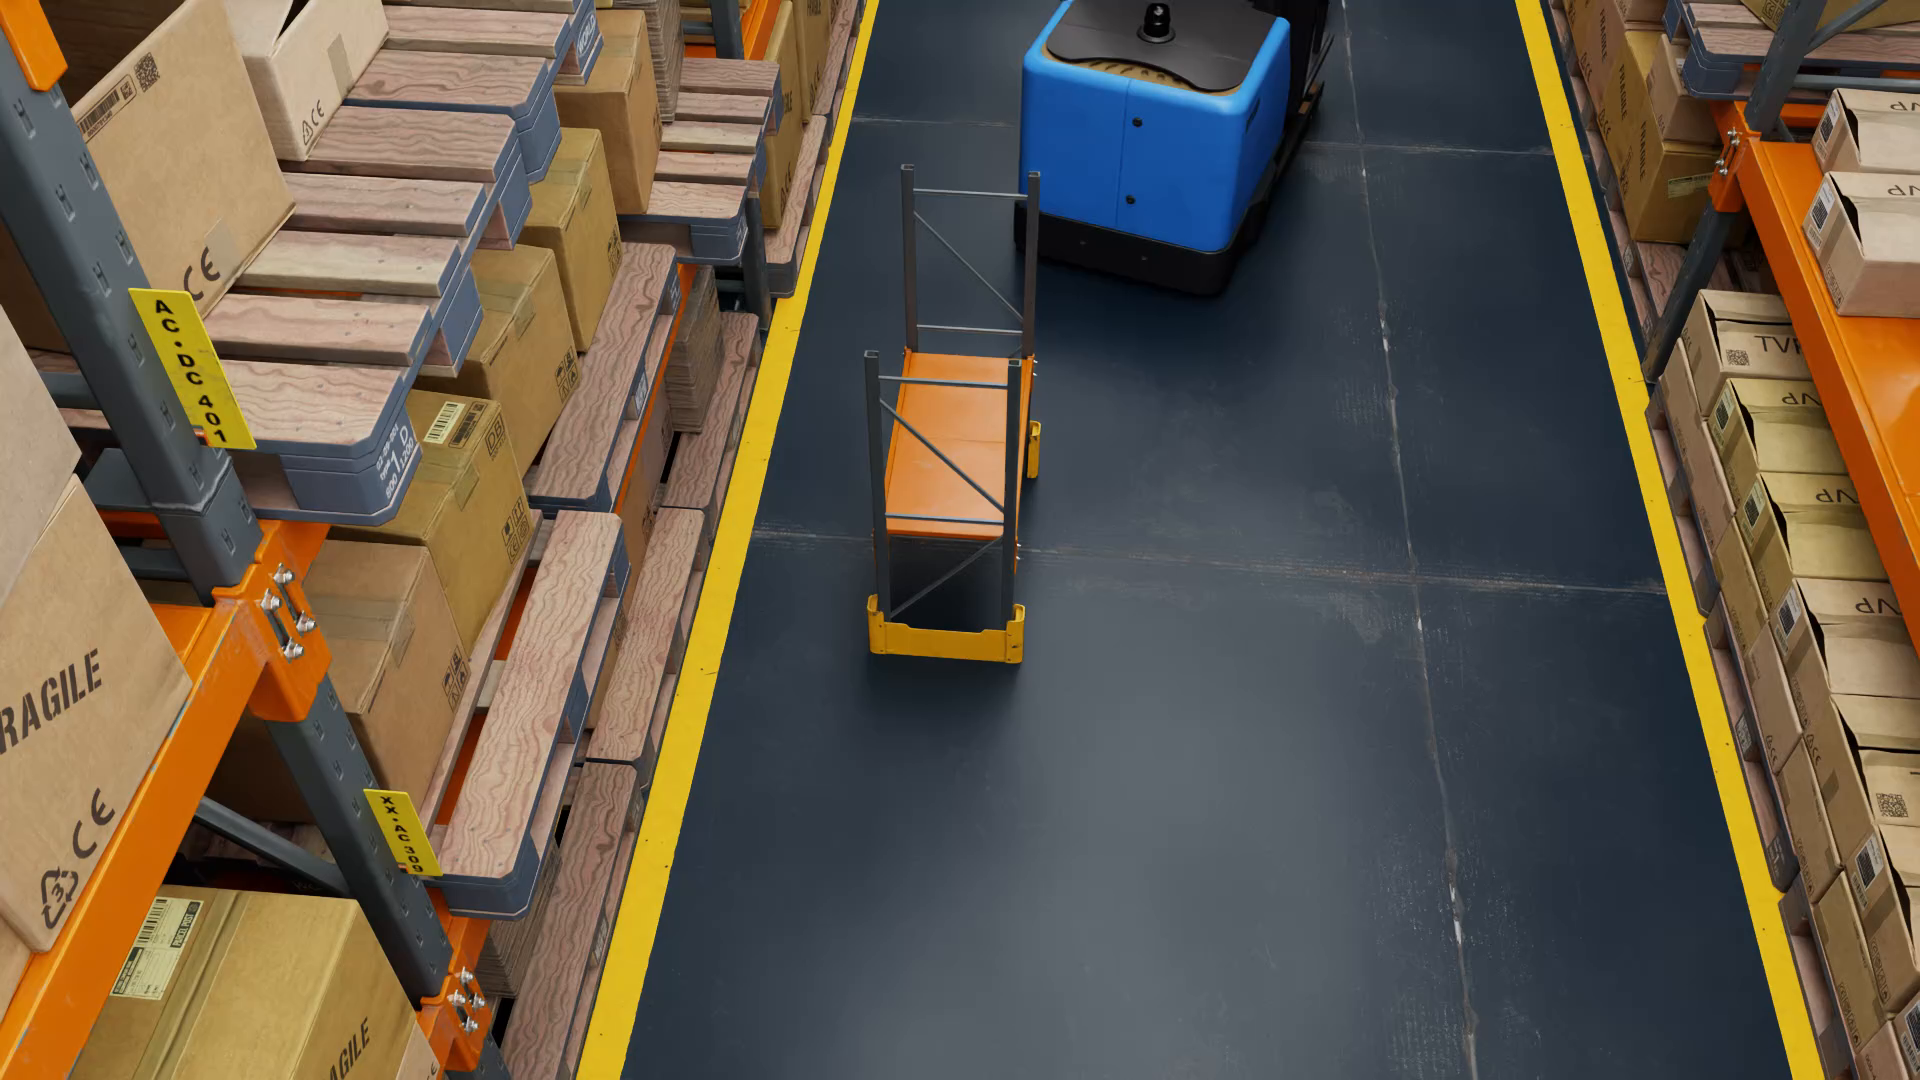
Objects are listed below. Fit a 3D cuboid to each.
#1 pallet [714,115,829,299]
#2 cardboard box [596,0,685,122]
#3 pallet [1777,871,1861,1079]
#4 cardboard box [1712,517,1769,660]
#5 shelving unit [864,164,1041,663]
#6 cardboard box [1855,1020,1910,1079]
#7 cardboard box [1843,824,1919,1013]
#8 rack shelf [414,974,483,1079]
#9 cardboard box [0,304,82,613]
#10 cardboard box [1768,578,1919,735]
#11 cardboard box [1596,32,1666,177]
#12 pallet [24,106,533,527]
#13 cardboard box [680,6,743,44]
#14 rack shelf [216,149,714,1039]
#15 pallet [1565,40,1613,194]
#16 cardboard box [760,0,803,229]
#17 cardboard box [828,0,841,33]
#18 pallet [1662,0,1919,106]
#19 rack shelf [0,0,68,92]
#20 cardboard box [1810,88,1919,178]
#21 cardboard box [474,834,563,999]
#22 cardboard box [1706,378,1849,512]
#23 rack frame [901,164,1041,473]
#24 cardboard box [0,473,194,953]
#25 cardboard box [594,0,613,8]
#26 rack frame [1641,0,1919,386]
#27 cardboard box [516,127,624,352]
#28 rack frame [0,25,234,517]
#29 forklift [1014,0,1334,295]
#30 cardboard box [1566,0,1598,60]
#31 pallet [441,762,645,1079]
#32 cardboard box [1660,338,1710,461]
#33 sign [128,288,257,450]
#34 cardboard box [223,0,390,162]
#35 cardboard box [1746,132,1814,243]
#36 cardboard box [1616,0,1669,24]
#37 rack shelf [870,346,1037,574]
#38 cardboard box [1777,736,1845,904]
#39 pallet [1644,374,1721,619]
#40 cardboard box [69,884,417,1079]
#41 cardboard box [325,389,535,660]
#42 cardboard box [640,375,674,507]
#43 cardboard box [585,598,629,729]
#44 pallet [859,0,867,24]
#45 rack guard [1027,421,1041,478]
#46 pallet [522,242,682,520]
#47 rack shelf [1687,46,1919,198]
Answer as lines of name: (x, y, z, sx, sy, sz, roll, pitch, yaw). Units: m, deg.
pallet: (-1.228, -1.679, 8.168, 1.003, 0.211, 1.213, 4, 48, 4)
cardboard box: (-1.408, -1.882, 6.098, 0.700, 0.500, 0.500, -1, 48, -1)
pallet: (3.222, 1.621, 5.150, 1.003, 0.211, 1.213, 4, 48, 4)
cardboard box: (3.132, 0.188, 6.150, 0.500, 0.250, 0.500, 3, 48, 2)
shelving unit: (-0.007, -0.450, 6.171, 0.587, 1.500, 1.083, 4, 48, 4)
cardboard box: (2.943, 1.686, 4.780, 0.500, 0.250, 0.500, 3, 48, 3)
cardboard box: (2.986, 1.122, 4.916, 0.500, 0.311, 0.500, 5, 48, 5)
rack shelf: (-1.922, 2.606, 2.847, 1.077, 0.370, 4.000, 4, 48, 4)
cardboard box: (-1.515, -0.110, 2.052, 0.500, 0.500, 0.500, 0, 48, 0)
cardboard box: (3.084, 0.386, 5.589, 0.500, 0.311, 0.500, 3, 48, 3)
cardboard box: (3.457, -2.103, 8.063, 0.500, 0.500, 0.500, 2, 48, 2)
pallet: (-1.577, -0.502, 3.296, 1.213, 0.211, 1.003, 4, 48, 4)
cardboard box: (-1.115, -2.194, 6.906, 0.380, 0.149, 0.250, 3, 48, 3)
rack shelf: (-1.557, -0.333, 5.535, 1.077, 0.370, 4.000, 4, 48, 4)
pallet: (3.778, -2.214, 8.658, 1.003, 0.211, 1.213, 4, 48, 4)
cardboard box: (-1.178, -1.993, 7.739, 0.750, 0.750, 0.750, 3, 48, 3)
cardboard box: (-1.018, -3.261, 8.898, 0.750, 0.750, 0.750, 5, 48, 5)
pallet: (3.550, -2.153, 6.843, 1.213, 0.211, 1.003, 4, 48, 4)
rack shelf: (-1.557, -2.223, 3.469, 1.077, 0.370, 4.000, 4, 48, 4)
cardboard box: (3.482, -1.421, 6.103, 0.500, 0.311, 0.500, 7, 48, 6)
cardboard box: (-1.689, 1.047, 5.181, 0.700, 0.500, 0.500, 5, 48, 5)
cardboard box: (3.179, -0.366, 6.277, 0.500, 0.311, 0.500, 3, 48, 3)
rack frame: (0.039, -0.817, 6.507, 0.500, 1.500, 0.032, 4, 48, 4)
cardboard box: (-1.540, 0.230, 2.418, 0.500, 0.500, 0.500, 5, 48, 5)
cardboard box: (-1.391, -1.954, 5.725, 0.380, 0.149, 0.250, -3, 48, -3)
rack frame: (3.558, -1.715, 6.312, 1.000, 3.000, 0.127, 4, 48, 4)
cardboard box: (-1.499, -0.965, 5.260, 0.700, 0.500, 0.500, 4, 48, 4)
rack frame: (-1.740, -1.131, 1.712, 1.000, 3.000, 0.127, 4, 48, 4)
forklift: (1.284, -3.234, 7.747, 1.130, 2.935, 3.031, 17, 50, 15)
cardboard box: (3.545, -2.861, 8.756, 0.500, 0.500, 0.500, 4, 48, 4)
pallet: (-1.670, 1.263, 5.478, 1.003, 0.211, 1.213, 4, 48, 4)
cardboard box: (3.218, -0.564, 6.838, 0.500, 0.250, 0.500, 4, 48, 3)
sign: (-1.199, -0.262, 2.600, 0.100, 0.325, 0.005, 4, 48, 4)
cardboard box: (-1.554, -1.079, 3.473, 0.500, 0.311, 0.500, 5, 48, 5)
cardboard box: (3.926, -1.720, 7.712, 0.500, 0.500, 0.500, 2, 48, 2)
cardboard box: (3.500, -2.770, 8.164, 0.500, 0.250, 0.500, 3, 48, 3)
rack shelf: (-0.008, -0.322, 6.298, 0.538, 0.185, 1.000, 4, 48, 4)
cardboard box: (3.037, 0.939, 5.463, 0.500, 0.250, 0.500, 5, 48, 4)
pallet: (3.444, -0.172, 6.790, 1.003, 0.211, 1.213, 4, 48, 4)
cardboard box: (-1.475, 1.053, 3.360, 0.500, 0.500, 0.500, 4, 48, 3)
cardboard box: (-1.601, -0.070, 4.442, 0.700, 0.500, 0.500, 8, 48, 8)
cardboard box: (-1.552, -0.447, 6.548, 0.700, 0.500, 0.500, 4, 48, 3)
cardboard box: (-1.605, 0.292, 5.872, 0.700, 0.500, 0.500, 4, 48, 4)
pallet: (-1.006, -3.472, 9.808, 1.003, 0.211, 1.213, 4, 48, 4)
rack guard: (0.038, -0.394, 6.967, 0.587, 0.250, 0.087, 4, 48, 4)
pallet: (-1.515, -0.523, 5.352, 1.003, 0.211, 1.213, 4, 48, 4)
rack shelf: (3.740, -2.942, 7.922, 1.077, 0.370, 4.000, 4, 48, 4)
